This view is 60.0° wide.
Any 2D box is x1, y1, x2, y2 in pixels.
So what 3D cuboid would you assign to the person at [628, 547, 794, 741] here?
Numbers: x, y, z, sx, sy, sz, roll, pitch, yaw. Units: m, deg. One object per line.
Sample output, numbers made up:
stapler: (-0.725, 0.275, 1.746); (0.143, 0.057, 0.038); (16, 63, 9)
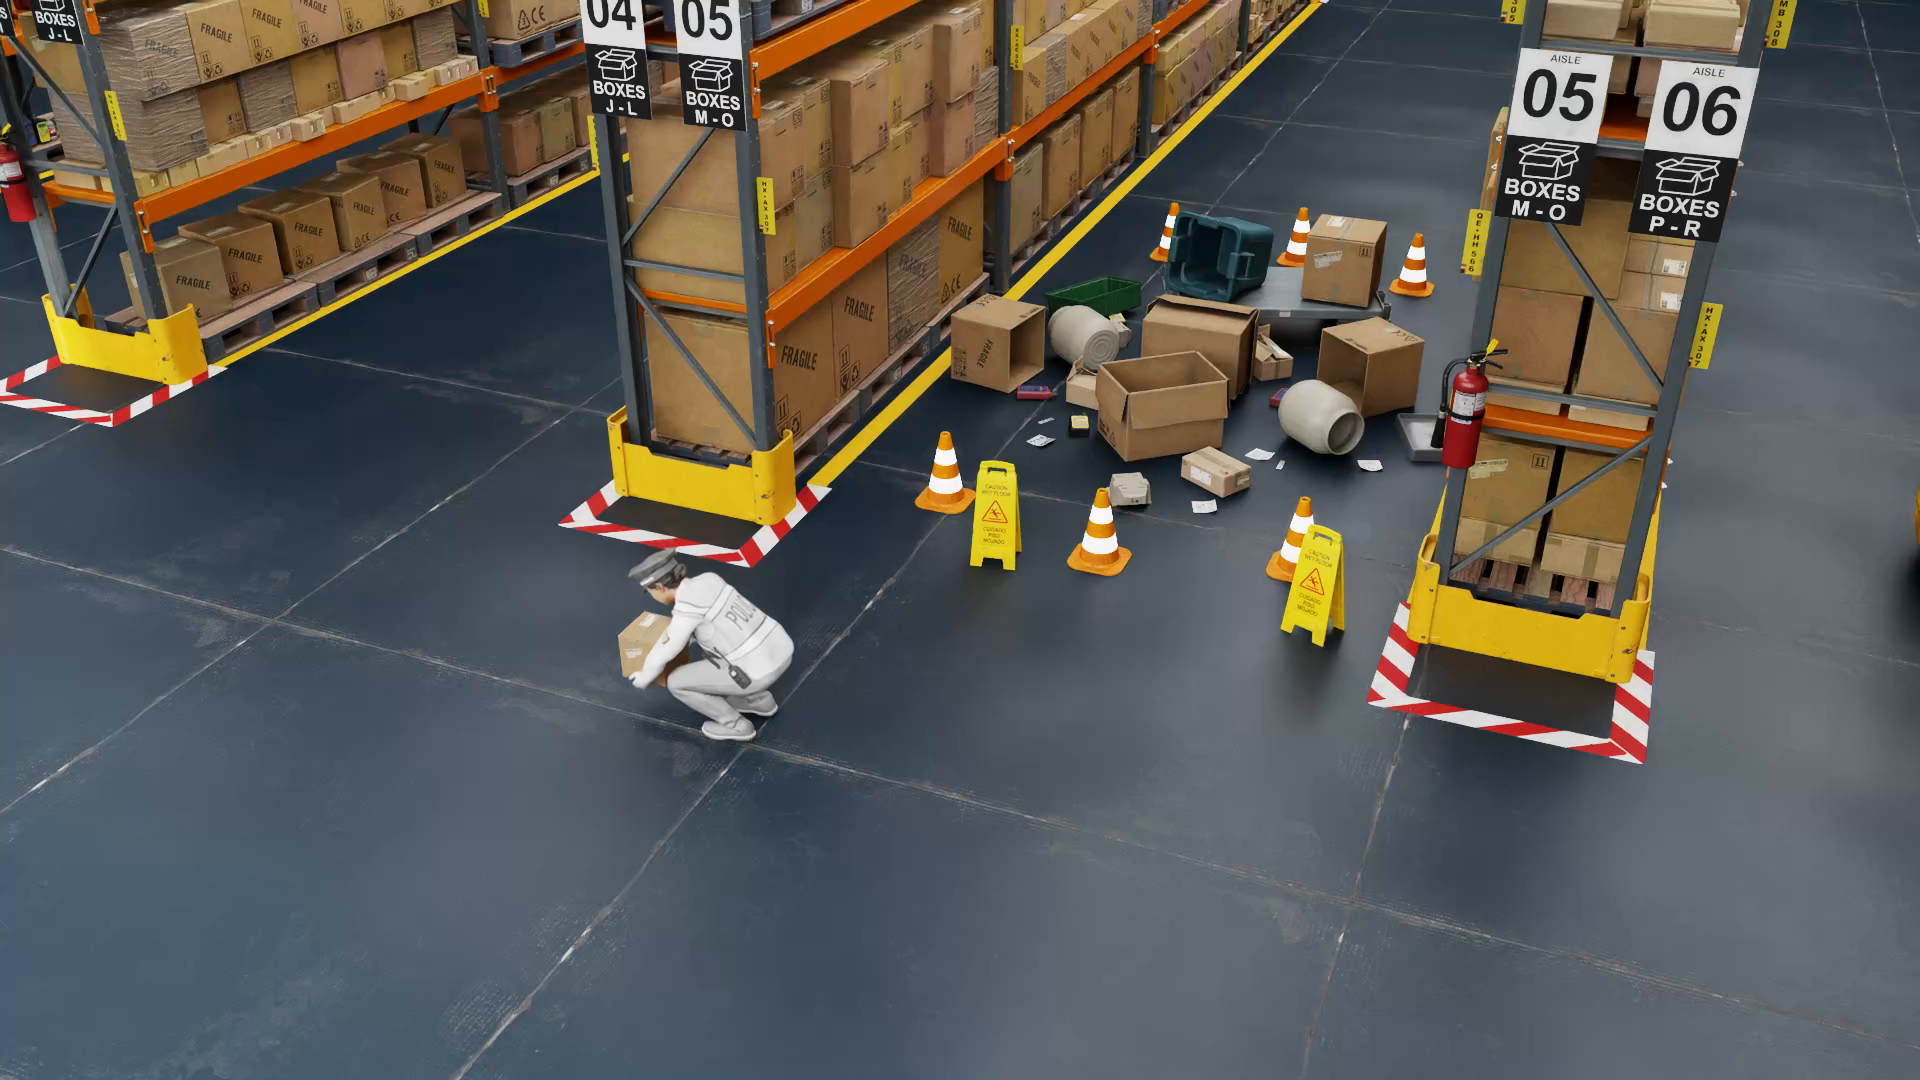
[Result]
person: (-1.241, 0.492, 8.255); (0.822, 0.958, 0.508); (12, 32, 19)
